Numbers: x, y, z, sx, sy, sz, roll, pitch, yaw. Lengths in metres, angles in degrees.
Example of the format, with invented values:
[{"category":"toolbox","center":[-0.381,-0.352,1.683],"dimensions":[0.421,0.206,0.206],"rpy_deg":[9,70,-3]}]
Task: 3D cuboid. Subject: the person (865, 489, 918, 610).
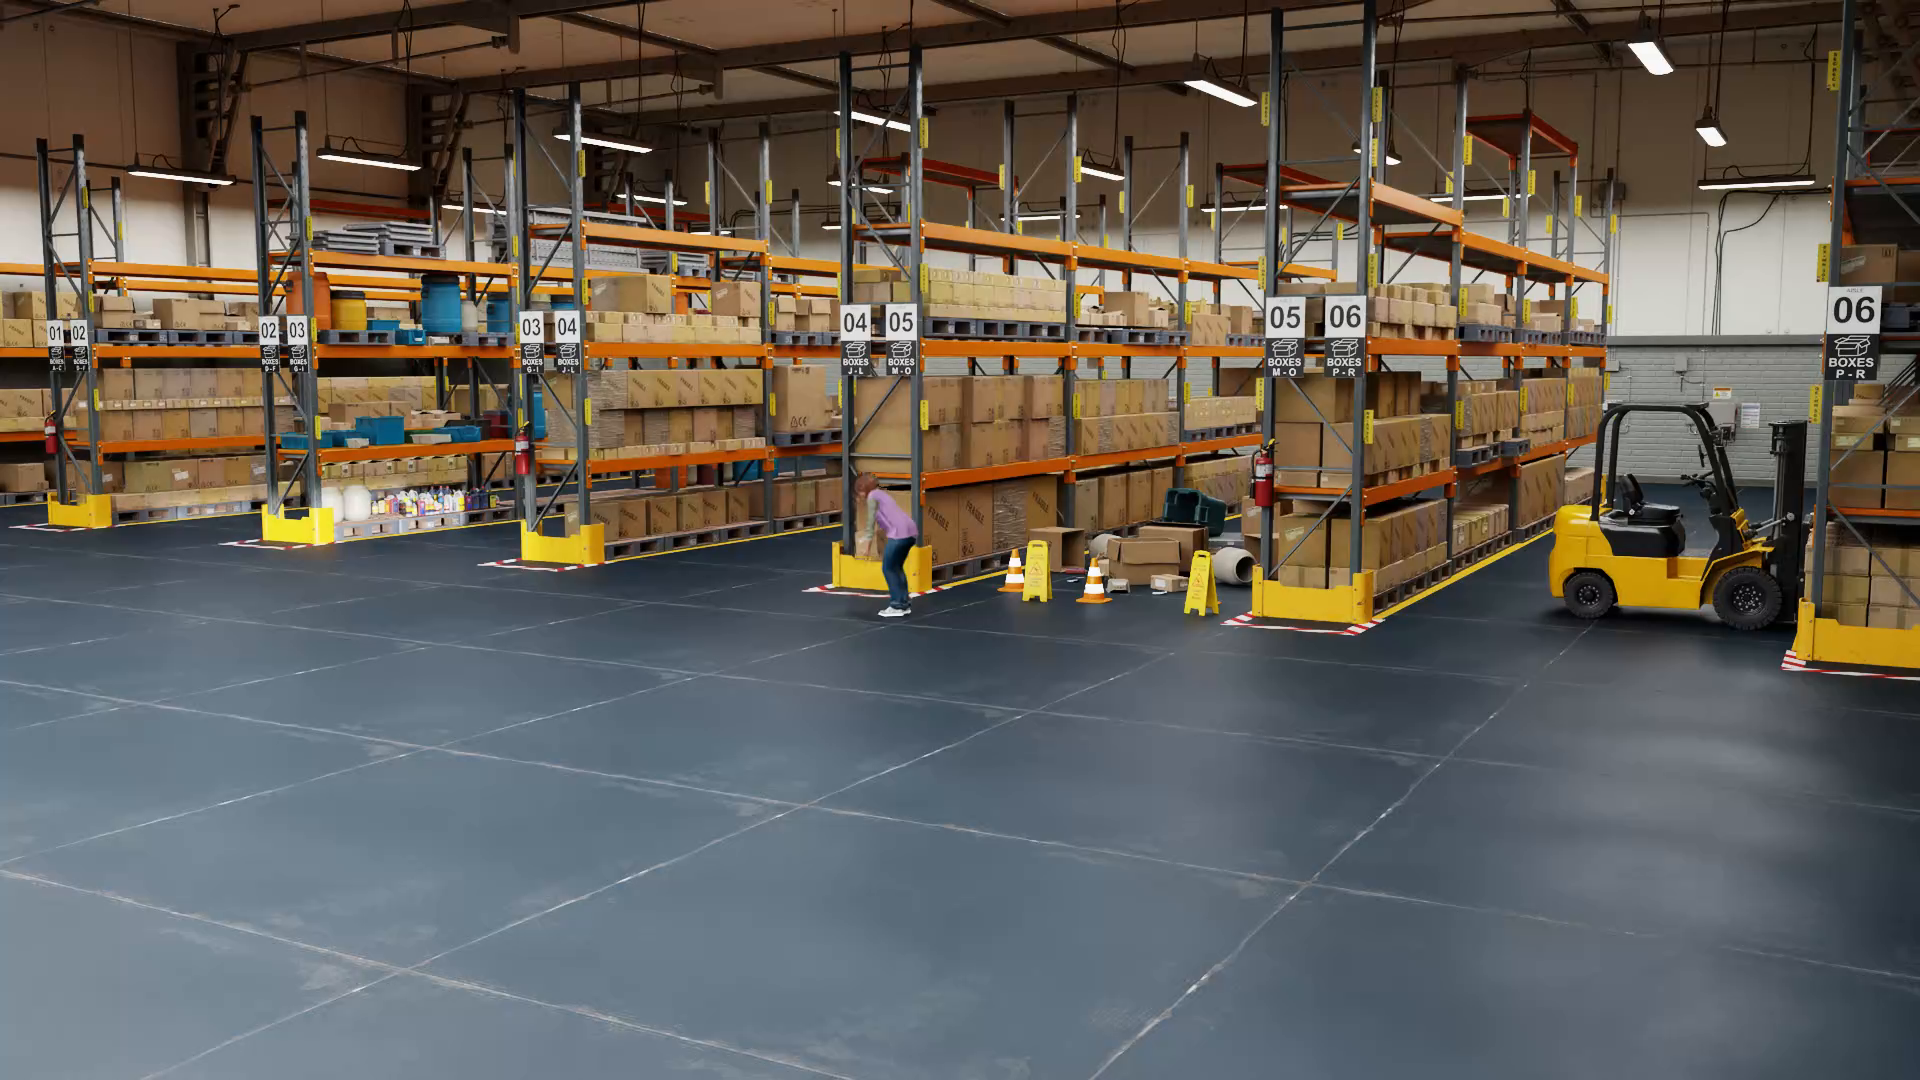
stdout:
[{"category":"person","center":[-0.678,0.092,16.858],"dimensions":[0.510,1.211,0.371],"rpy_deg":[3,7,27]}]
